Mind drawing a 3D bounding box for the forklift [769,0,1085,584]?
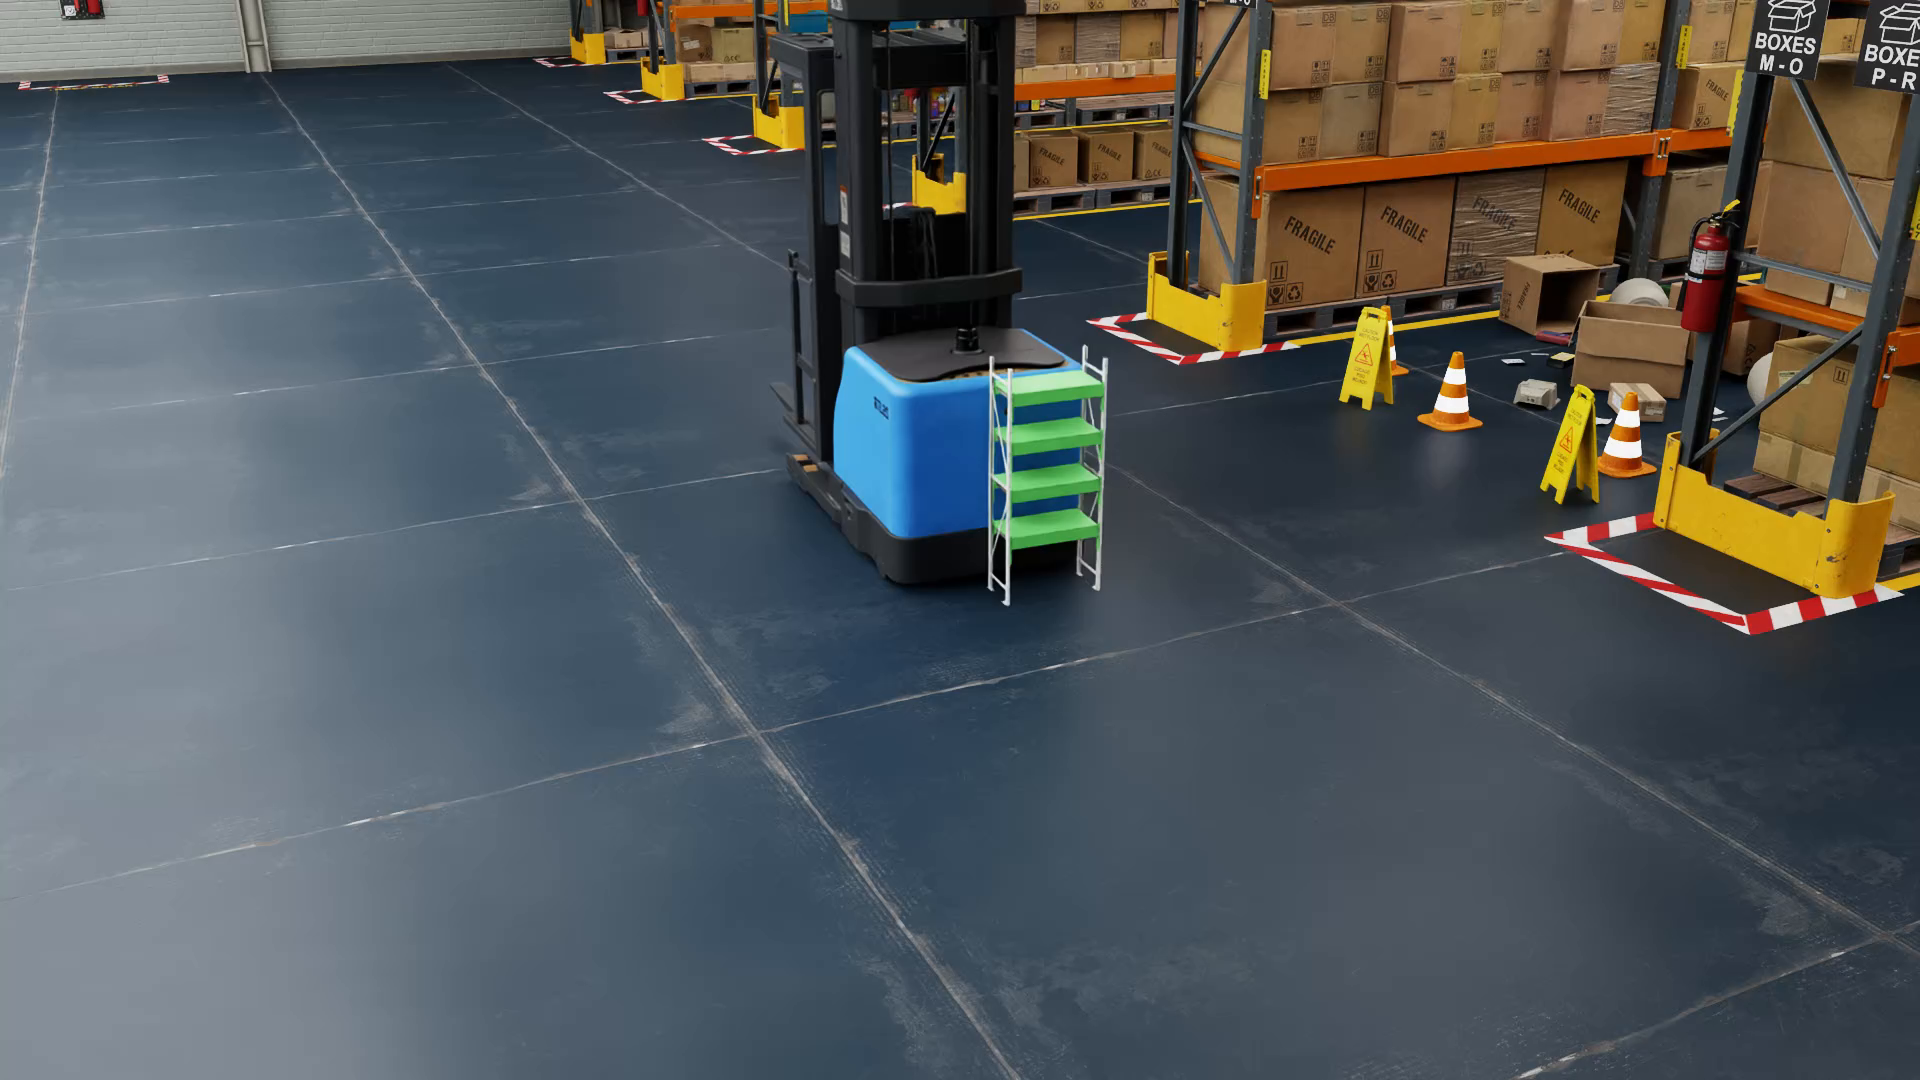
[{"bbox_3d":[-0.367,-1.671,9.103,1.130,2.935,3.031,-8,24,-20],"label":"forklift"}]

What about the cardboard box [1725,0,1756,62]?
[{"bbox_3d":[6.395,-4.335,14.011,0.500,0.500,0.700,-11,25,-24],"label":"cardboard box"}]

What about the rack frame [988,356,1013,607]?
[{"bbox_3d":[0.191,-0.273,7.988,0.015,1.200,0.240,-9,24,-20],"label":"rack frame"}]

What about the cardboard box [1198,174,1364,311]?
[{"bbox_3d":[2.466,-2.341,12.860,0.875,0.875,0.875,-10,25,-23],"label":"cardboard box"}]

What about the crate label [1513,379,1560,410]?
[{"bbox_3d":[3.843,-0.975,11.074,0.250,0.136,0.298,15,27,31],"label":"crate label"}]

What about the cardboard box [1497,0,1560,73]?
[{"bbox_3d":[4.149,-4.002,13.036,0.550,0.550,0.875,-10,25,-24],"label":"cardboard box"}]

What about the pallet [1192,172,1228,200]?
[{"bbox_3d":[2.838,-3.971,18.214,1.213,0.211,1.003,-10,25,-24],"label":"pallet"}]

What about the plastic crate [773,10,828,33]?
[{"bbox_3d":[-2.003,-6.543,20.978,0.616,0.251,0.499,-10,25,-24],"label":"plastic crate"}]

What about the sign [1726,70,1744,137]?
[{"bbox_3d":[3.899,-2.179,8.314,0.005,0.325,0.100,-10,25,-24],"label":"sign"}]

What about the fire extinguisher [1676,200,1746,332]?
[{"bbox_3d":[3.819,-1.408,8.479,0.183,0.674,0.296,-10,25,-24],"label":"fire extinguisher"}]

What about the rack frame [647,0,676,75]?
[{"bbox_3d":[-4.469,-8.134,24.626,0.127,3.000,1.000,-10,25,-24],"label":"rack frame"}]

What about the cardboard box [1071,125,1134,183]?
[{"bbox_3d":[1.490,-4.064,17.514,0.500,0.500,0.500,-8,24,-19],"label":"cardboard box"}]

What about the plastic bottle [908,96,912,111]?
[{"bbox_3d":[-0.621,-5.859,22.116,0.135,0.276,0.152,-10,25,-23],"label":"plastic bottle"}]

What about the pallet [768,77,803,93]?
[{"bbox_3d":[-2.701,-7.187,25.986,1.213,0.211,1.003,-10,25,-24],"label":"pallet"}]

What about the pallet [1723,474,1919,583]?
[{"bbox_3d":[4.937,-0.151,8.986,1.213,0.211,1.003,-10,25,-24],"label":"pallet"}]

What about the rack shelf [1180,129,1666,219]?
[{"bbox_3d":[3.686,-2.992,13.146,4.000,0.370,1.077,-10,25,-24],"label":"rack shelf"}]

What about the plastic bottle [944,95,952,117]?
[{"bbox_3d":[-0.157,-5.635,21.582,0.097,0.271,0.097,0,22,0],"label":"plastic bottle"}]

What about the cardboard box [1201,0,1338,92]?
[{"bbox_3d":[2.235,-3.609,12.088,0.550,0.550,0.875,-10,25,-24],"label":"cardboard box"}]

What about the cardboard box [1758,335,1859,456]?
[{"bbox_3d":[4.730,-0.797,8.966,0.500,0.500,0.500,-10,25,-23],"label":"cardboard box"}]

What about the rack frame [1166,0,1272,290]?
[{"bbox_3d":[1.884,-2.993,12.207,0.127,3.000,1.000,-10,25,-24],"label":"rack frame"}]

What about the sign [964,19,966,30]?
[{"bbox_3d":[0.059,-4.932,15.759,0.005,0.325,0.100,-10,25,-24],"label":"sign"}]

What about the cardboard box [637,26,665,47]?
[{"bbox_3d":[-5.445,-8.979,29.609,0.500,0.311,0.500,-8,24,-19],"label":"cardboard box"}]

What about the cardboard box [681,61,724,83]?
[{"bbox_3d":[-3.890,-7.070,25.101,0.500,0.250,0.500,-10,25,-24],"label":"cardboard box"}]

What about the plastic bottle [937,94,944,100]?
[{"bbox_3d":[-0.256,-5.842,22.173,0.097,0.201,0.097,0,22,0],"label":"plastic bottle"}]

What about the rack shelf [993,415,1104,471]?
[{"bbox_3d":[0.418,-0.470,8.004,0.480,0.148,0.258,-9,24,-20],"label":"rack shelf"}]

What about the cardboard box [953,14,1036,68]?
[{"bbox_3d":[0.331,-4.984,16.498,0.500,0.500,0.875,-10,25,-24],"label":"cardboard box"}]

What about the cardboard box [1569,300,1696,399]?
[{"bbox_3d":[4.606,-1.314,11.415,0.797,0.503,0.637,10,24,22],"label":"cardboard box"}]

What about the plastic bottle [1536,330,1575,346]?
[{"bbox_3d":[4.483,-1.510,12.465,0.283,0.061,0.133,20,30,40],"label":"plastic bottle"}]

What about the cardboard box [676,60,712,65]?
[{"bbox_3d":[-4.114,-7.248,25.532,0.500,0.250,0.500,-10,25,-24],"label":"cardboard box"}]

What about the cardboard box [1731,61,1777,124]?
[{"bbox_3d":[6.533,-3.781,13.980,0.500,0.500,0.500,-10,25,-23],"label":"cardboard box"}]

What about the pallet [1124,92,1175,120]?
[{"bbox_3d":[3.071,-6.149,23.476,1.213,0.211,1.003,-10,25,-24],"label":"pallet"}]

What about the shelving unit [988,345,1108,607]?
[{"bbox_3d":[0.418,-0.307,8.072,0.503,1.200,0.258,-9,24,-20],"label":"shelving unit"}]

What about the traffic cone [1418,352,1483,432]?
[{"bbox_3d":[3.162,-0.974,10.646,0.334,0.463,0.336,-10,25,-24],"label":"traffic cone"}]

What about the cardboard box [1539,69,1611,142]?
[{"bbox_3d":[4.675,-3.561,13.384,0.550,0.550,0.875,-10,25,-24],"label":"cardboard box"}]

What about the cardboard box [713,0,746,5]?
[{"bbox_3d":[-3.572,-8.342,24.997,0.500,0.500,0.700,-10,24,-22],"label":"cardboard box"}]

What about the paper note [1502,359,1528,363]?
[{"bbox_3d":[3.995,-1.288,11.973,0.142,0.017,0.144,-2,23,-5],"label":"paper note"}]

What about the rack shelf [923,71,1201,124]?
[{"bbox_3d":[1.626,-4.718,17.316,4.000,0.370,1.077,-10,25,-24],"label":"rack shelf"}]

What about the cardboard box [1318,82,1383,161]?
[{"bbox_3d":[2.684,-3.238,12.603,0.550,0.550,0.875,-10,25,-24],"label":"cardboard box"}]

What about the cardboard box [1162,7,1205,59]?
[{"bbox_3d":[2.123,-5.324,17.319,0.500,0.500,0.875,-10,25,-24],"label":"cardboard box"}]

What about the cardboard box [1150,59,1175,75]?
[{"bbox_3d":[2.004,-4.886,17.108,0.250,0.149,0.380,-10,25,-24],"label":"cardboard box"}]

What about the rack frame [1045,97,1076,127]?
[{"bbox_3d":[1.280,-7.090,22.103,0.127,3.000,1.000,-10,25,-24],"label":"rack frame"}]

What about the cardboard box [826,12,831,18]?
[{"bbox_3d":[-2.361,-9.680,31.054,0.500,0.500,0.700,-10,24,-22],"label":"cardboard box"}]

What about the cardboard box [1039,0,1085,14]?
[{"bbox_3d":[0.891,-5.443,16.297,0.500,0.500,0.500,-10,25,-24],"label":"cardboard box"}]

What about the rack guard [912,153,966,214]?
[{"bbox_3d":[-0.108,-3.577,16.885,0.348,0.500,1.175,-10,25,-24],"label":"rack guard"}]

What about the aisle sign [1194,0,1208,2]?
[{"bbox_3d":[1.690,-4.286,11.931,0.004,0.787,0.394,-10,25,-24],"label":"aisle sign"}]

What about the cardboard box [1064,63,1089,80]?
[{"bbox_3d":[1.094,-4.727,16.724,0.250,0.149,0.380,-10,25,-24],"label":"cardboard box"}]

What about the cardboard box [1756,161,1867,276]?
[{"bbox_3d":[4.491,-1.672,8.497,0.500,0.500,0.500,-11,25,-25],"label":"cardboard box"}]

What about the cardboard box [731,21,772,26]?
[{"bbox_3d":[-3.221,-7.766,25.803,0.500,0.500,0.500,-10,25,-24],"label":"cardboard box"}]

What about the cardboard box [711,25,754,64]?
[{"bbox_3d":[-3.440,-7.500,25.159,0.500,0.500,0.500,-10,25,-24],"label":"cardboard box"}]

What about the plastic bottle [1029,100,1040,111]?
[{"bbox_3d":[0.989,-5.844,22.071,0.133,0.283,0.061,-9,24,-21],"label":"plastic bottle"}]
